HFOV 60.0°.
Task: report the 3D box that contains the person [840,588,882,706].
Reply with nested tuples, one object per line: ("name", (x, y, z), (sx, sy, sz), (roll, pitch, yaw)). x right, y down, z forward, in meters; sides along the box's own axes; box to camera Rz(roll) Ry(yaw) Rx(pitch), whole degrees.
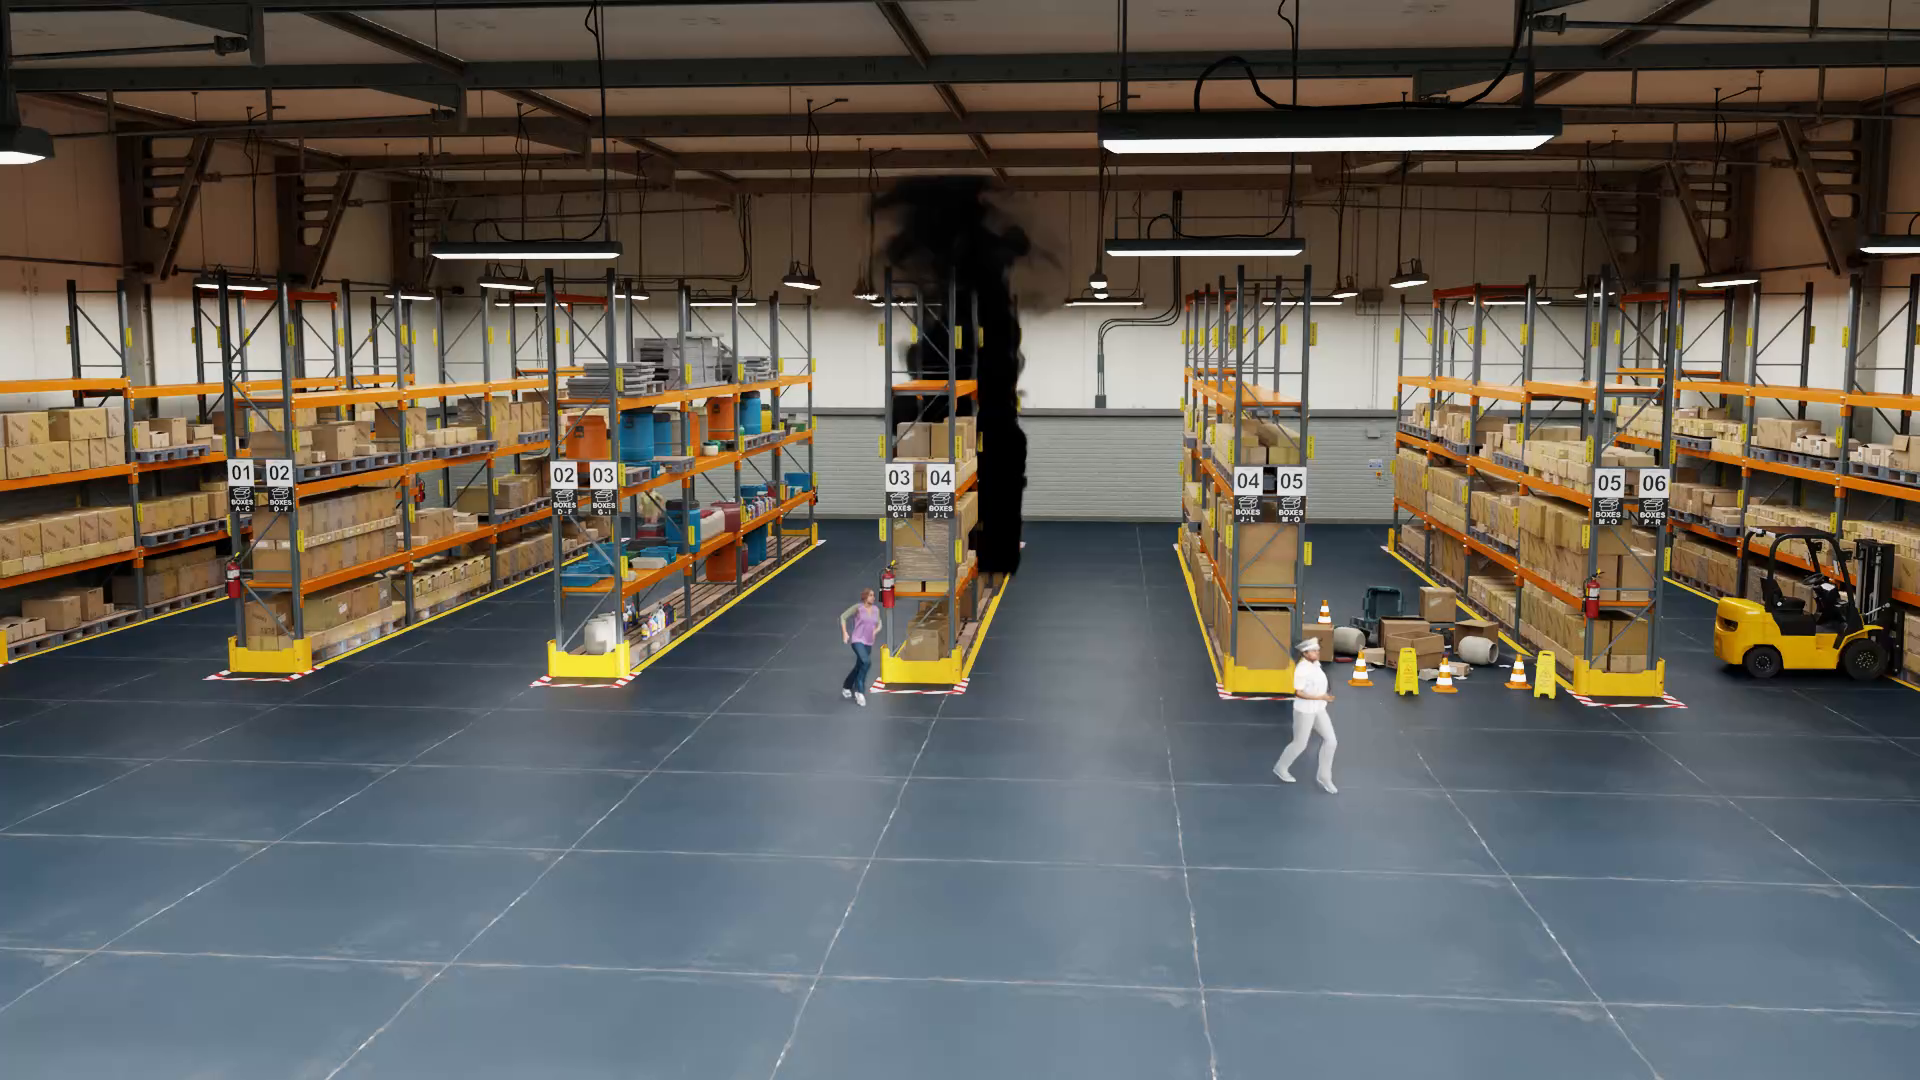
("person", (-1.344, 1.439, 22.972), (0.549, 1.574, 0.660), (-5, 9, -38))

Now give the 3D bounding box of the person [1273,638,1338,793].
("person", (3.863, 1.935, 18.521), (0.581, 1.750, 0.759), (-7, 10, -44))

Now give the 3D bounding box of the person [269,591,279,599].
("person", (-11.865, 0.633, 29.224), (0.573, 1.777, 0.867), (-1, 7, -7))

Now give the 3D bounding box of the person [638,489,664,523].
("person", (-7.233, -0.532, 38.931), (0.566, 1.675, 0.904), (0, 7, 1))
